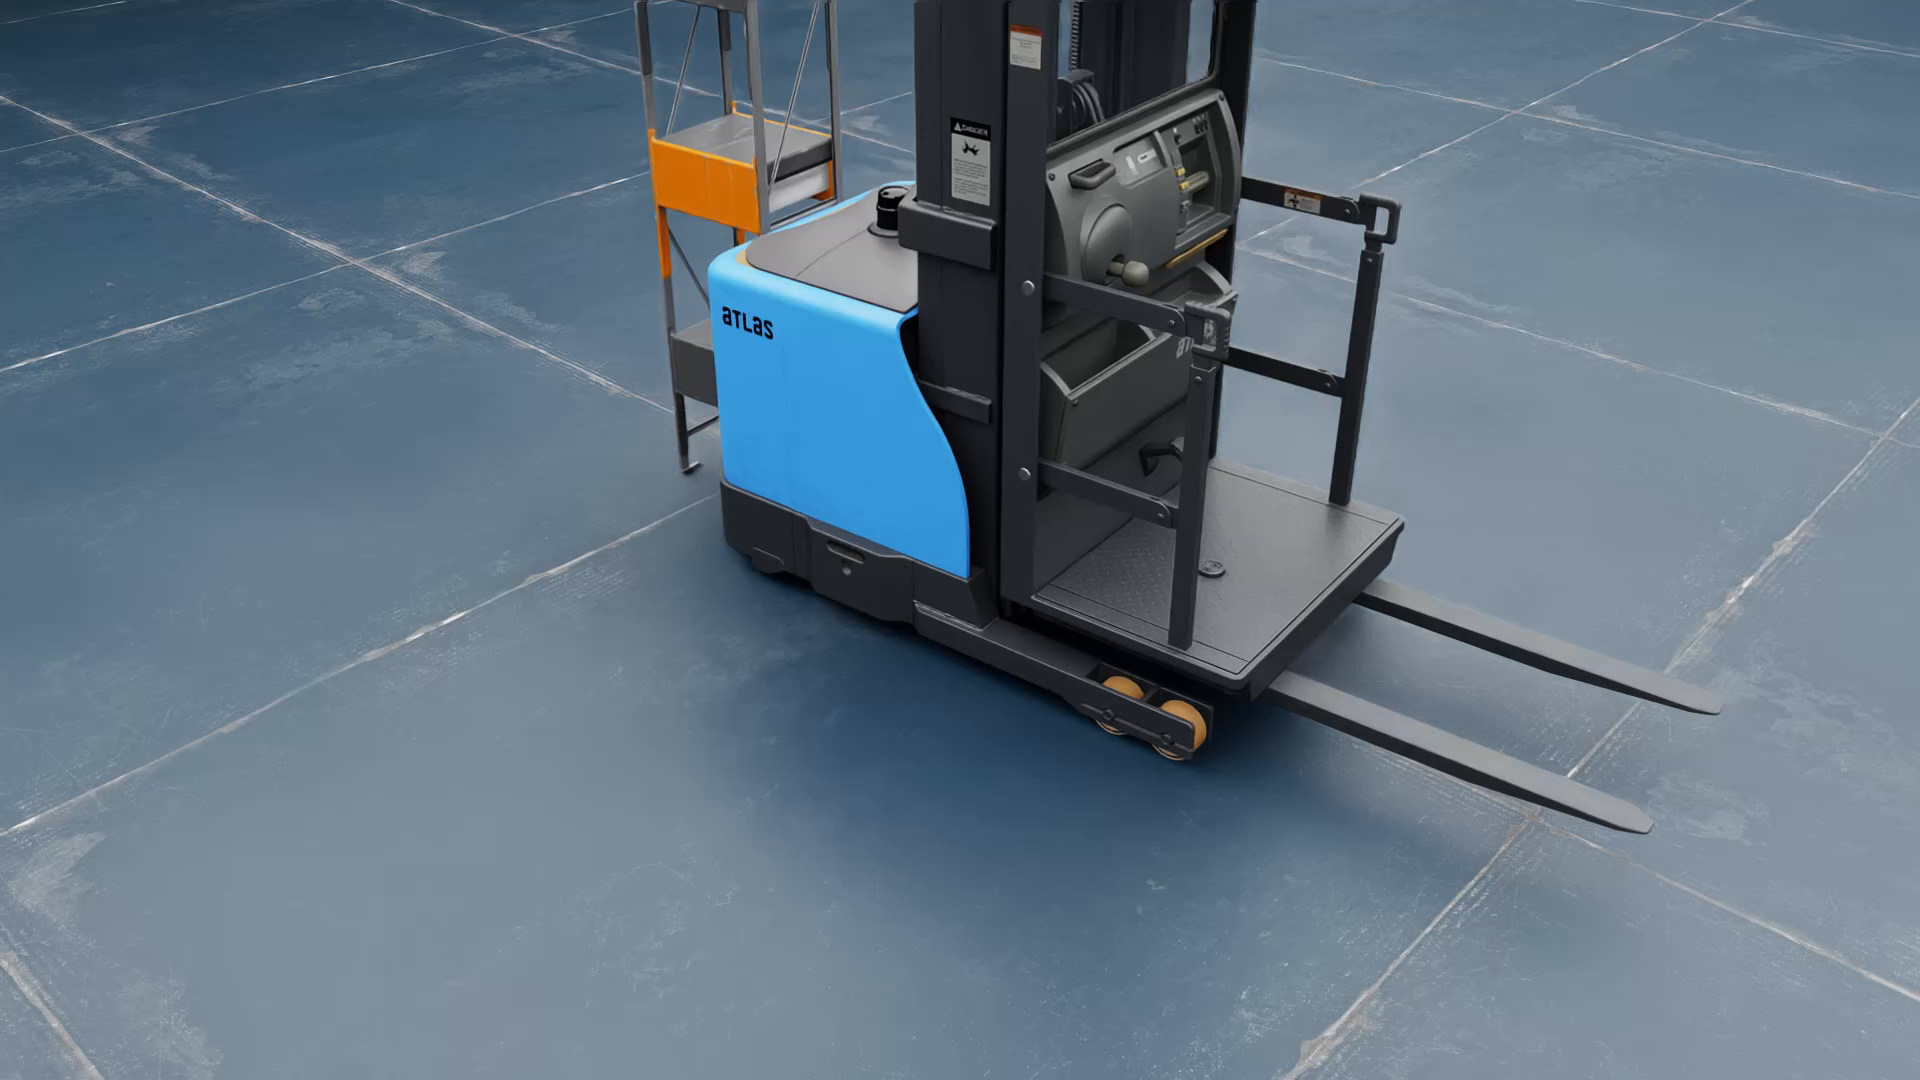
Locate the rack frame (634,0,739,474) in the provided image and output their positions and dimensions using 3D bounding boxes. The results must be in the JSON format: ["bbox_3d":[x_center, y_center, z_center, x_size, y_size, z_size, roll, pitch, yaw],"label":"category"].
[{"bbox_3d":[-0.911,-1.228,5.755,0.015,2.100,0.400,21,37,31],"label":"rack frame"}]

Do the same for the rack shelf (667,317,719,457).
[{"bbox_3d":[-0.715,-0.542,5.997,0.480,0.518,0.431,21,37,31],"label":"rack shelf"}]

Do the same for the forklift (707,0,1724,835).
[{"bbox_3d":[0.688,-0.944,4.476,3.031,2.935,1.130,21,37,31],"label":"forklift"}]

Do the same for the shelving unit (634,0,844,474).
[{"bbox_3d":[-0.715,-1.153,5.629,0.503,2.100,0.431,21,37,31],"label":"shelving unit"}]

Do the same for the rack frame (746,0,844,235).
[{"bbox_3d":[-0.520,-1.078,5.504,0.015,2.100,0.400,21,37,31],"label":"rack frame"}]

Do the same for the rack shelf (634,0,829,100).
[{"bbox_3d":[-0.715,-1.741,5.275,0.480,0.518,0.431,21,37,31],"label":"rack shelf"}]

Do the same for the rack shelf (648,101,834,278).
[{"bbox_3d":[-0.715,-1.141,5.636,0.480,0.518,0.431,21,37,31],"label":"rack shelf"}]
